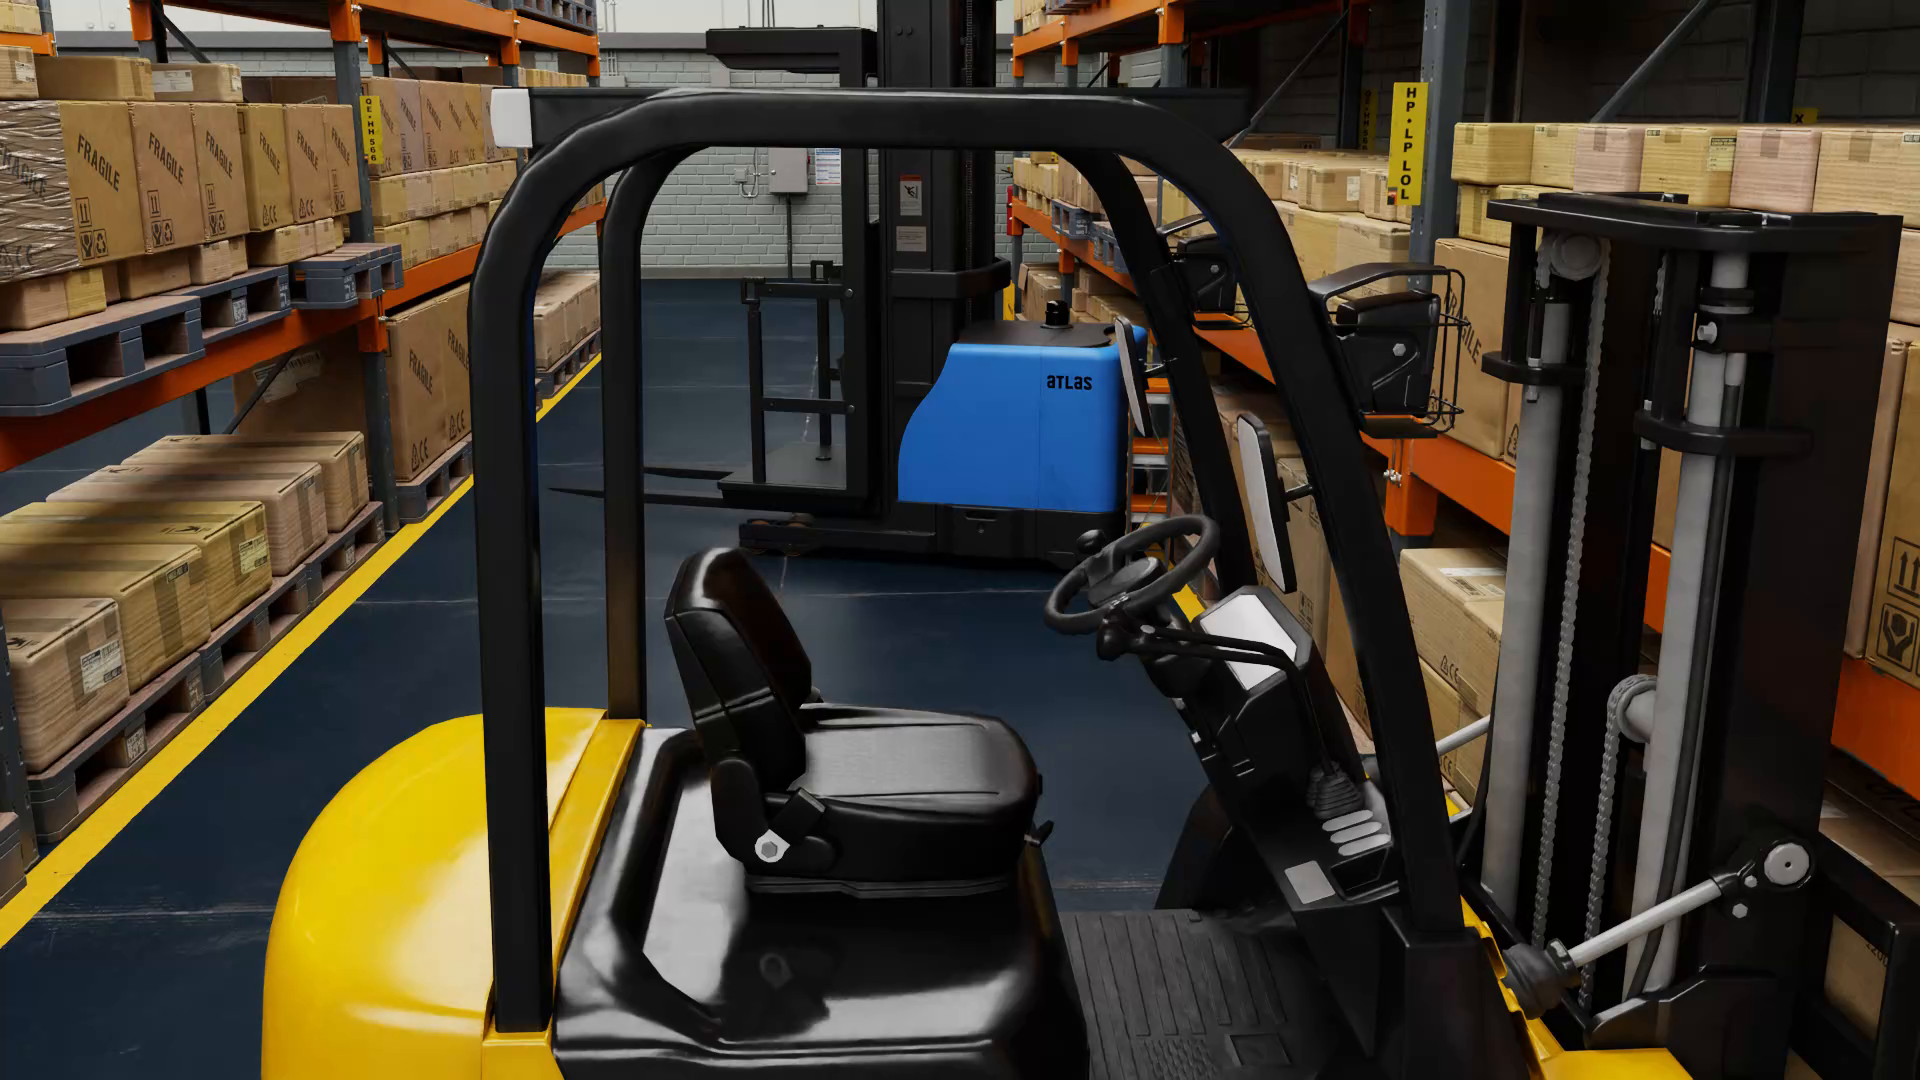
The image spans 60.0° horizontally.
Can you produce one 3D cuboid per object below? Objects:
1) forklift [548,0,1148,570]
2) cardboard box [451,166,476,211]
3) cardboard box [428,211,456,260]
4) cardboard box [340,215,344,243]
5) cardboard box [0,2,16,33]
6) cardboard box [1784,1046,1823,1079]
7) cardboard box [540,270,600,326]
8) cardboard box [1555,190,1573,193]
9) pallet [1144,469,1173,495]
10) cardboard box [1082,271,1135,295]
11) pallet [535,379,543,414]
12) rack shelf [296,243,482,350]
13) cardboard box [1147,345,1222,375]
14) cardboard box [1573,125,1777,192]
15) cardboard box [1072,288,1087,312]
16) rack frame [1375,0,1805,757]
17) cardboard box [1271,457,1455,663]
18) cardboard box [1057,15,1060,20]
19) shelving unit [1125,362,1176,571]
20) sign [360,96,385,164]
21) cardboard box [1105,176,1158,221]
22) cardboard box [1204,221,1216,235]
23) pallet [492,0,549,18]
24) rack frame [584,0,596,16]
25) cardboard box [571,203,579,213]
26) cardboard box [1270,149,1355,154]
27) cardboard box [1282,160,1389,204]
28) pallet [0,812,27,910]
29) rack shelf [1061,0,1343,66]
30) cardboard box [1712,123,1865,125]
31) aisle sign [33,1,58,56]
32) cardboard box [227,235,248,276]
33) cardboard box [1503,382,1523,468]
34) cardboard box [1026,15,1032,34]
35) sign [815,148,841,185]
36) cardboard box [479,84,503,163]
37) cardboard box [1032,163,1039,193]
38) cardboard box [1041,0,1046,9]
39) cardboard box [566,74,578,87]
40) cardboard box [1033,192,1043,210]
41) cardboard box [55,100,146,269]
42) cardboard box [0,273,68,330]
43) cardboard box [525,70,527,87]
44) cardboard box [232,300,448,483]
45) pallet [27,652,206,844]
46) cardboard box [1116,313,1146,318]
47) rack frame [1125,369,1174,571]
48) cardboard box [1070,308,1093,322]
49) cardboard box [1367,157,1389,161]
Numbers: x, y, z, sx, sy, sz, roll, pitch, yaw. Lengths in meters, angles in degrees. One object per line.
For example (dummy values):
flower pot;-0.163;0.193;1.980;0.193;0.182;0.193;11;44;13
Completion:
forklift;-0.606;-1.459;8.316;3.031;2.935;1.130;4;15;14
cardboard box;-3.290;-2.163;10.210;0.500;0.250;0.500;-1;14;-2
cardboard box;-3.293;-1.795;9.786;0.500;0.250;0.500;0;14;-2
cardboard box;-3.183;-1.488;7.952;0.380;0.149;0.250;0;14;-1
cardboard box;-8.537;-4.517;14.343;0.500;0.250;0.500;-1;14;-3
cardboard box;1.596;0.945;2.508;0.500;0.250;0.500;-1;14;-5
cardboard box;-3.793;-2.274;15.644;0.875;0.438;0.875;-1;14;-5
cardboard box;1.583;-0.718;3.793;0.380;0.149;0.250;-1;14;-4
pallet;1.508;-0.398;9.649;1.003;0.211;1.213;-1;14;-3
cardboard box;1.089;-1.851;11.974;0.380;0.149;0.250;-2;15;-6
pallet;-3.563;-0.938;11.749;1.003;0.211;1.213;-1;14;-3
rack shelf;-3.562;-1.633;10.299;1.077;0.370;4.000;-1;14;-3
cardboard box;1.233;-0.988;9.218;0.380;0.149;0.250;-2;15;-6
cardboard box;1.532;-0.797;3.506;0.380;0.149;0.250;-1;14;-2
cardboard box;1.025;-1.770;12.259;0.380;0.149;0.250;0;14;-1
rack frame;1.764;-0.567;4.711;1.000;3.000;0.127;-1;14;-3
cardboard box;1.680;0.057;6.209;0.875;0.625;0.625;-1;14;-4
cardboard box;0.939;-4.034;12.668;0.380;0.149;0.250;-1;14;-4
shelving unit;0.895;-0.361;7.808;0.215;1.050;0.252;2;14;8
sign;-2.897;-2.018;8.183;0.100;0.325;0.005;-1;14;-3
cardboard box;1.128;-1.950;9.544;0.500;0.250;0.500;-2;15;-6
cardboard box;1.344;-1.362;7.099;0.500;0.250;0.500;-1;14;-5
pallet;-3.726;-4.093;12.571;1.003;0.211;1.213;-1;14;-3
rack frame;-3.933;-6.379;15.261;1.000;3.000;0.127;-1;14;-3
cardboard box;-3.537;-3.026;14.065;0.500;0.500;0.500;0;14;-2
cardboard box;1.738;-1.847;8.182;0.380;0.149;0.250;0;14;-2
cardboard box;1.413;-1.329;6.168;0.380;0.149;0.250;-1;14;-3
pallet;-3.113;1.027;4.110;1.003;0.211;1.213;-1;14;-3
rack shelf;1.392;-3.164;10.227;1.077;0.370;4.000;-1;14;-3
cardboard box;2.060;-0.936;4.045;0.380;0.149;0.250;-1;14;-5
aisle sign;-8.573;-4.654;15.379;0.394;0.787;0.004;-1;14;-3
cardboard box;-3.008;-1.104;6.459;0.380;0.149;0.250;-1;14;-5
cardboard box;1.580;-0.372;3.752;0.500;0.500;0.500;-1;14;-2
cardboard box;0.786;-4.542;14.645;0.380;0.149;0.250;-1;14;-4
sign;-1.720;-4.885;21.684;0.329;0.494;0.001;-1;14;-3
cardboard box;-3.368;-2.776;11.089;0.500;0.500;0.500;-1;14;-2
cardboard box;0.899;-3.128;14.367;0.500;0.250;0.500;-1;14;-5
cardboard box;0.926;-4.454;13.501;0.500;0.250;0.500;-1;14;-2
cardboard box;-3.597;-4.046;14.722;0.380;0.149;0.250;-1;14;-2
cardboard box;0.834;-2.958;14.506;0.380;0.149;0.250;-1;14;-2
cardboard box;-2.964;-1.131;5.262;0.500;0.500;0.500;-1;14;-3
cardboard box;-2.909;-0.714;4.942;0.380;0.149;0.250;-1;14;-3
cardboard box;-3.536;-3.535;12.737;0.380;0.149;0.250;-1;14;-4
cardboard box;-3.398;-0.832;9.161;0.875;0.875;0.875;-1;14;-4
pallet;-3.240;0.667;5.510;1.003;0.211;1.213;-1;14;-3
cardboard box;1.214;-1.380;10.742;0.380;0.149;0.250;-1;14;-3
rack frame;0.878;-0.332;7.691;0.200;1.050;0.008;2;14;8
cardboard box;1.074;-1.426;12.222;0.500;0.500;0.500;0;14;-1
cardboard box;1.853;-1.465;6.699;0.380;0.149;0.250;0;14;-2
